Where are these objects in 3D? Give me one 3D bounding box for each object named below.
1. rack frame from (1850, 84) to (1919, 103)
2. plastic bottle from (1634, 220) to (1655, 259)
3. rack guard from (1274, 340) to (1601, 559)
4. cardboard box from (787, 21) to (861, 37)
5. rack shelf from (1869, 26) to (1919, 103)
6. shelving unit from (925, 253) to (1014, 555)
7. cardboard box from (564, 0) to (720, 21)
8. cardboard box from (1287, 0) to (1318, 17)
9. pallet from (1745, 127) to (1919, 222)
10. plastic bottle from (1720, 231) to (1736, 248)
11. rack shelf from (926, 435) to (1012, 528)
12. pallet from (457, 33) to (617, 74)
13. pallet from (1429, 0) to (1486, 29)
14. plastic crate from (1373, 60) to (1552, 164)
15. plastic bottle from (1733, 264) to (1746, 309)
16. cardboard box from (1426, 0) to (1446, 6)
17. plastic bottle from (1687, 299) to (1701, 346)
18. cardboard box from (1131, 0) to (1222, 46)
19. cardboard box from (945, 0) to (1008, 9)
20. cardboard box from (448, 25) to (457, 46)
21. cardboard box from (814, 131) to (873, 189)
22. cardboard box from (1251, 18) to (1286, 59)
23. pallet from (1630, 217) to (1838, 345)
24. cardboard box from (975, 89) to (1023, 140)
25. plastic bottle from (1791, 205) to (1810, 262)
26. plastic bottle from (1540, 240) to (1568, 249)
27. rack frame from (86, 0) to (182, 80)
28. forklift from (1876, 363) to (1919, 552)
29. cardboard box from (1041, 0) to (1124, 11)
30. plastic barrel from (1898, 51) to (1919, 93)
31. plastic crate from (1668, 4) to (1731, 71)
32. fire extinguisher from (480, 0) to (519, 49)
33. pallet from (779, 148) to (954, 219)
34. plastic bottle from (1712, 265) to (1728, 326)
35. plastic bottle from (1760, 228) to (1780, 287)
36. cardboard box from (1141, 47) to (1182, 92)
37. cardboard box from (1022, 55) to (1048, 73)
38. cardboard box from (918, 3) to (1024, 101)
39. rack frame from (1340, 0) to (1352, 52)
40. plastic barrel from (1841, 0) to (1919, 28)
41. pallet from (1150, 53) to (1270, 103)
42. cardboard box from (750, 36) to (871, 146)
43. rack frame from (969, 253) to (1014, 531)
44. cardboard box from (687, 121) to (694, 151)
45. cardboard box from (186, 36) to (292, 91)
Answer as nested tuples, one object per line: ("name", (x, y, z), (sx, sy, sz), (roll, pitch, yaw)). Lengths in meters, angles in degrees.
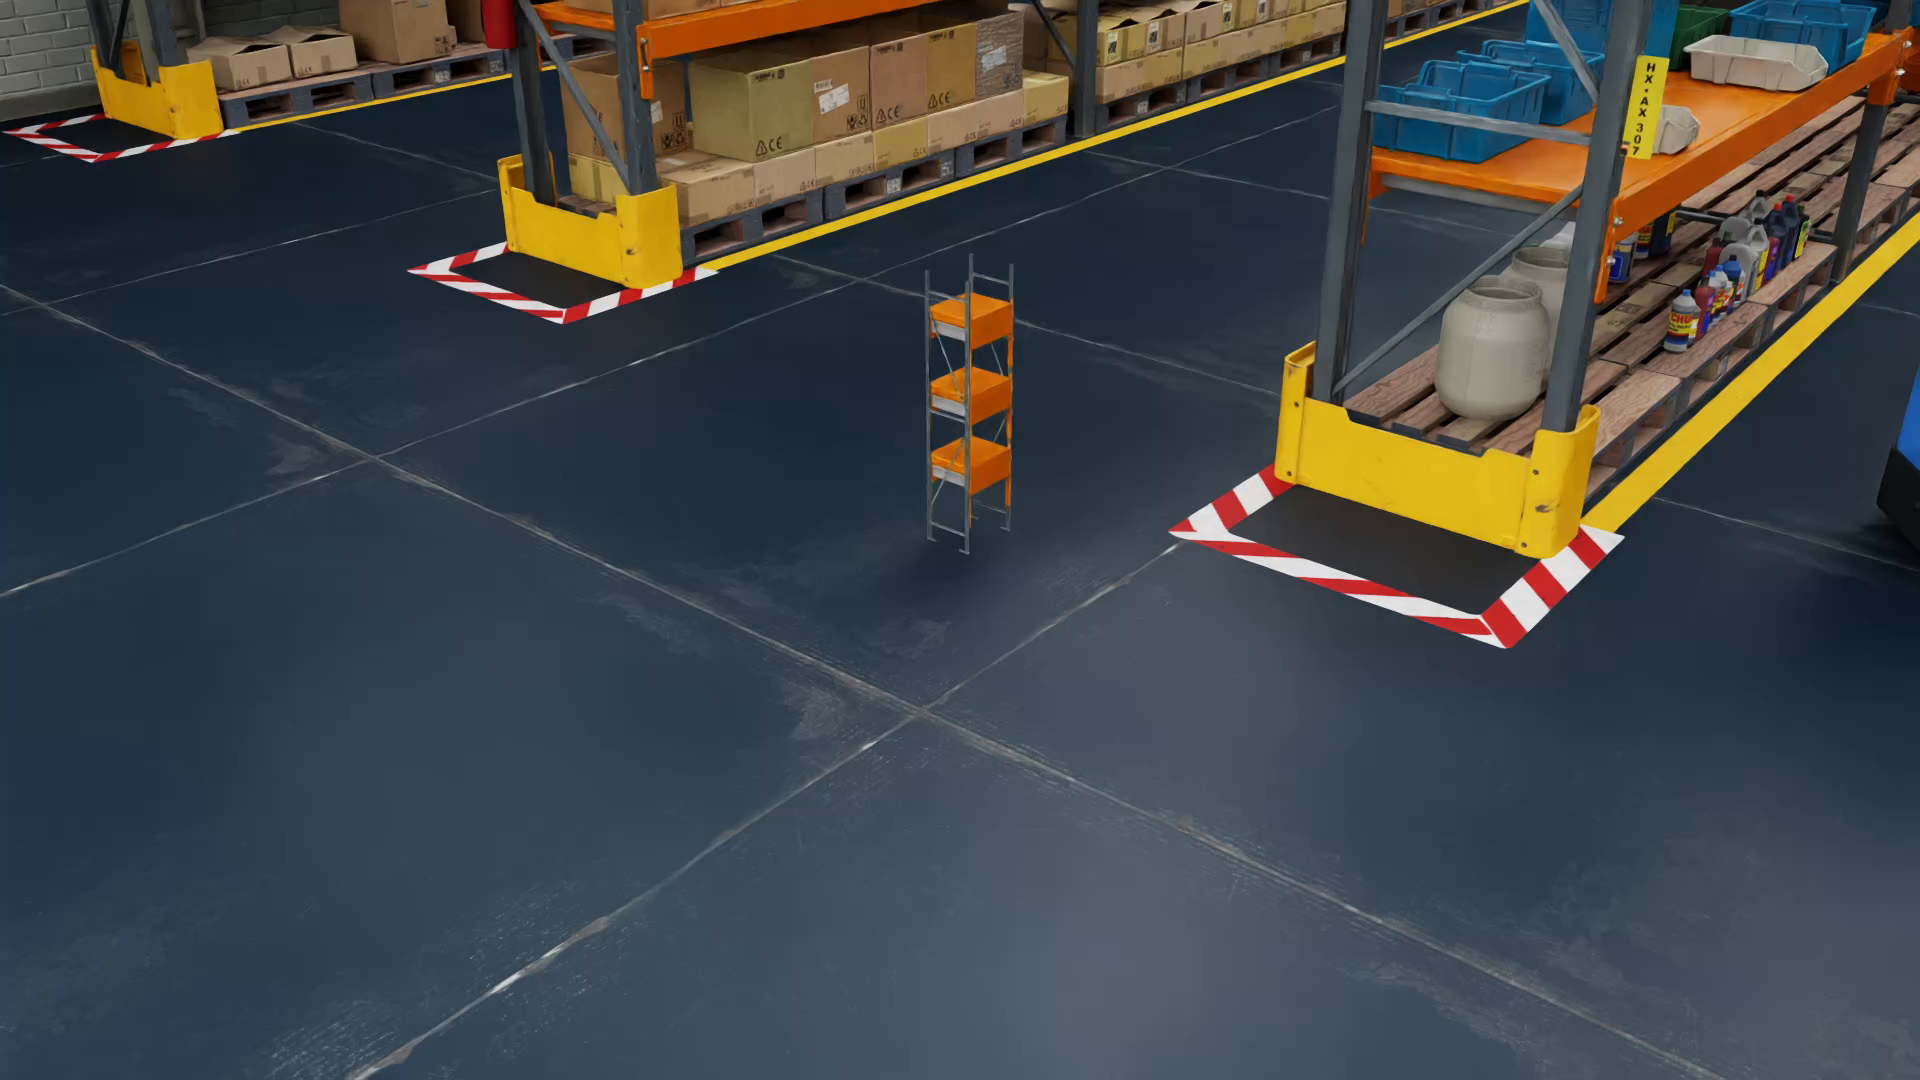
("rack frame", (6.887, -4.278, 11.255), (1.000, 3.000, 0.127), (21, 34, 34))
("plastic bottle", (3.510, -1.592, 8.553), (0.097, 0.271, 0.097), (0, 27, 0))
("rack guard", (1.811, -0.372, 6.425), (1.175, 0.500, 0.348), (21, 34, 34))
("cardboard box", (-0.966, -3.002, 10.507), (0.500, 0.500, 0.500), (21, 34, 34))
("rack shelf", (5.615, -3.249, 10.049), (1.077, 0.370, 4.000), (21, 34, 34))
("shelving unit", (0.034, -0.485, 6.045), (0.215, 1.050, 0.252), (21, 34, 34))
("cardboard box", (-1.714, -3.097, 8.862), (0.700, 0.500, 0.500), (21, 34, 34))
("cardboard box", (2.599, -4.497, 13.604), (0.500, 0.311, 0.500), (20, 34, 34))
("pallet", (5.588, -2.345, 10.554), (1.003, 0.211, 1.213), (21, 34, 34))
("plastic bottle", (3.733, -1.374, 8.119), (0.061, 0.283, 0.133), (21, 34, 34))
("rack shelf", (0.034, -0.229, 6.178), (0.215, 0.259, 0.240), (21, 34, 34))
("pallet", (-3.702, -4.268, 14.271), (1.003, 0.211, 1.213), (21, 34, 34))
("pallet", (4.348, -5.173, 16.019), (1.003, 0.211, 1.213), (21, 34, 34))
("plastic crate", (1.886, -1.640, 6.318), (0.499, 0.251, 0.616), (21, 34, 34))
("plastic bottle", (3.668, -1.211, 7.892), (0.097, 0.201, 0.097), (0, 27, 0))
("cardboard box", (4.229, -5.253, 15.382), (0.500, 0.500, 0.500), (20, 34, 34))
("plastic bottle", (3.258, -0.982, 7.451), (0.097, 0.201, 0.097), (0, 27, 0))
("cardboard box", (1.629, -3.956, 12.559), (0.500, 0.311, 0.500), (19, 33, 33))
("cardboard box", (-0.013, -3.534, 11.536), (0.500, 0.500, 0.500), (21, 34, 34))
("cardboard box", (-4.334, -4.123, 13.579), (0.380, 0.149, 0.250), (18, 32, 30))
("cardboard box", (-0.875, -2.336, 10.037), (0.500, 0.250, 0.500), (21, 34, 34))
("cardboard box", (2.274, -4.073, 13.394), (0.500, 0.250, 0.500), (22, 34, 36))
("pallet", (3.884, -1.395, 8.717), (1.003, 0.211, 1.213), (21, 34, 34))
("cardboard box", (0.071, -2.871, 11.071), (0.500, 0.250, 0.500), (21, 34, 34))
("plastic bottle", (4.291, -1.582, 8.520), (0.061, 0.283, 0.133), (23, 35, 37))
("plastic bottle", (2.810, -1.288, 7.960), (0.152, 0.276, 0.135), (21, 34, 35))
("rack frame", (-5.846, -4.337, 11.369), (1.000, 3.000, 0.127), (21, 34, 34))
("forklift", (4.974, -1.116, 5.218), (3.031, 2.935, 1.130), (2, 27, 4))
("cardboard box", (0.886, -3.937, 12.520), (0.500, 0.311, 0.500), (22, 34, 36))
("plastic barrel", (7.185, -3.679, 12.002), (0.600, 0.830, 0.708), (21, 34, 34))
("plastic crate", (3.262, -2.367, 7.791), (0.450, 0.188, 0.662), (21, 34, 34))
("fire extinguisher", (-2.455, -2.950, 8.772), (0.296, 0.674, 0.183), (21, 34, 34))
("pallet", (-0.791, -2.366, 10.594), (1.003, 0.211, 1.213), (21, 34, 34))
("plastic bottle", (3.474, -1.134, 7.668), (0.097, 0.271, 0.097), (0, 27, 0))
("plastic bottle", (3.962, -1.398, 8.165), (0.061, 0.283, 0.133), (23, 35, 38))
("cardboard box", (1.297, -3.525, 12.335), (0.500, 0.250, 0.500), (22, 34, 36))
("cardboard box", (0.563, -3.506, 12.297), (0.500, 0.250, 0.500), (20, 34, 34))
("cardboard box", (0.070, -3.205, 10.900), (0.500, 0.500, 0.500), (21, 34, 34))
("rack frame", (3.067, -5.727, 14.056), (1.000, 3.000, 0.127), (21, 34, 34))
("plastic barrel", (4.822, -3.131, 8.492), (0.600, 0.901, 0.708), (21, 34, 34))
("pallet", (1.737, -3.777, 13.322), (1.003, 0.211, 1.213), (21, 34, 34))
("cardboard box", (-0.884, -2.673, 9.871), (0.500, 0.500, 0.500), (21, 34, 34))
("rack frame", (0.112, -0.529, 6.129), (0.200, 1.050, 0.008), (21, 34, 34))
("cardboard box", (-1.599, -2.313, 9.992), (0.500, 0.250, 0.500), (21, 34, 34))
("cardboard box", (-5.336, -3.557, 12.309), (0.500, 0.311, 0.500), (17, 32, 29))
